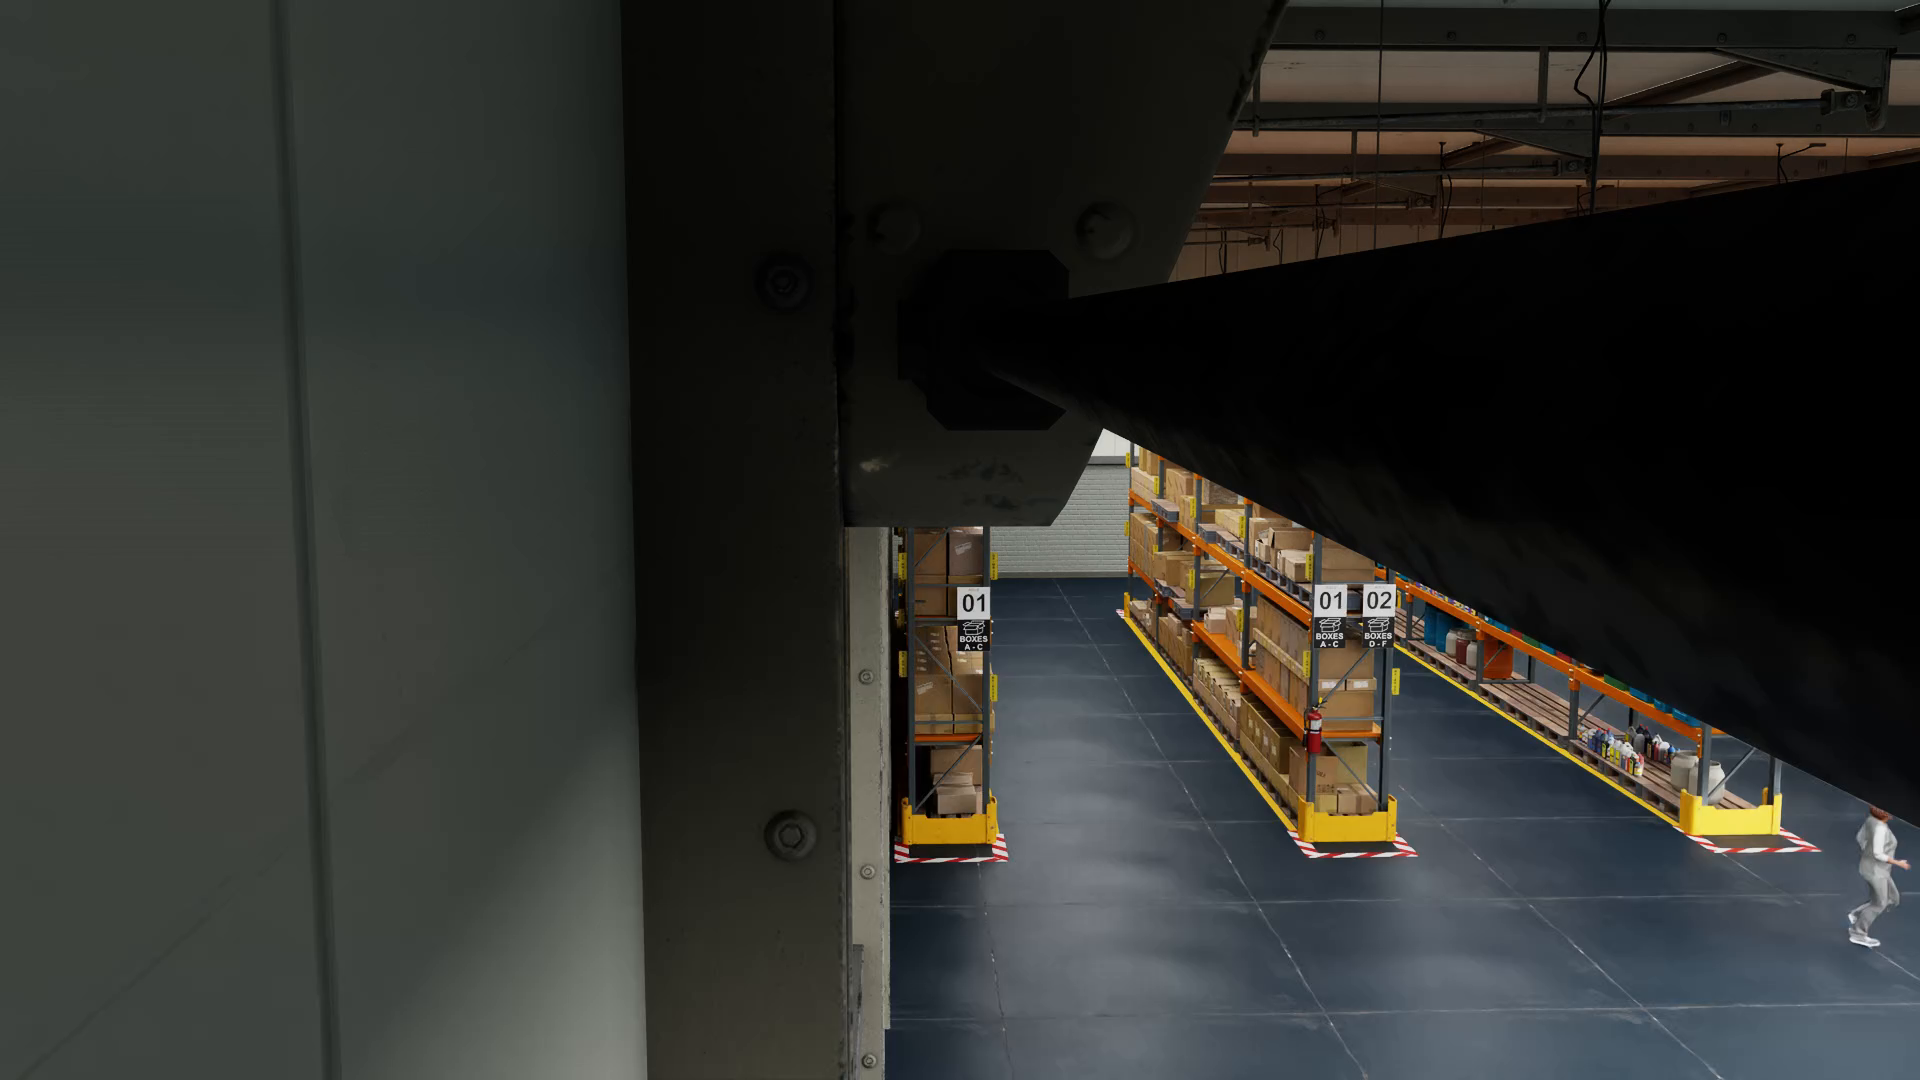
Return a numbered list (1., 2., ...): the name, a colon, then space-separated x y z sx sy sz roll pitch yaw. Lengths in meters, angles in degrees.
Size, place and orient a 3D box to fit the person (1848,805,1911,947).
1. person: 9.376 3.393 16.938 0.520 1.561 0.540 3 8 24
